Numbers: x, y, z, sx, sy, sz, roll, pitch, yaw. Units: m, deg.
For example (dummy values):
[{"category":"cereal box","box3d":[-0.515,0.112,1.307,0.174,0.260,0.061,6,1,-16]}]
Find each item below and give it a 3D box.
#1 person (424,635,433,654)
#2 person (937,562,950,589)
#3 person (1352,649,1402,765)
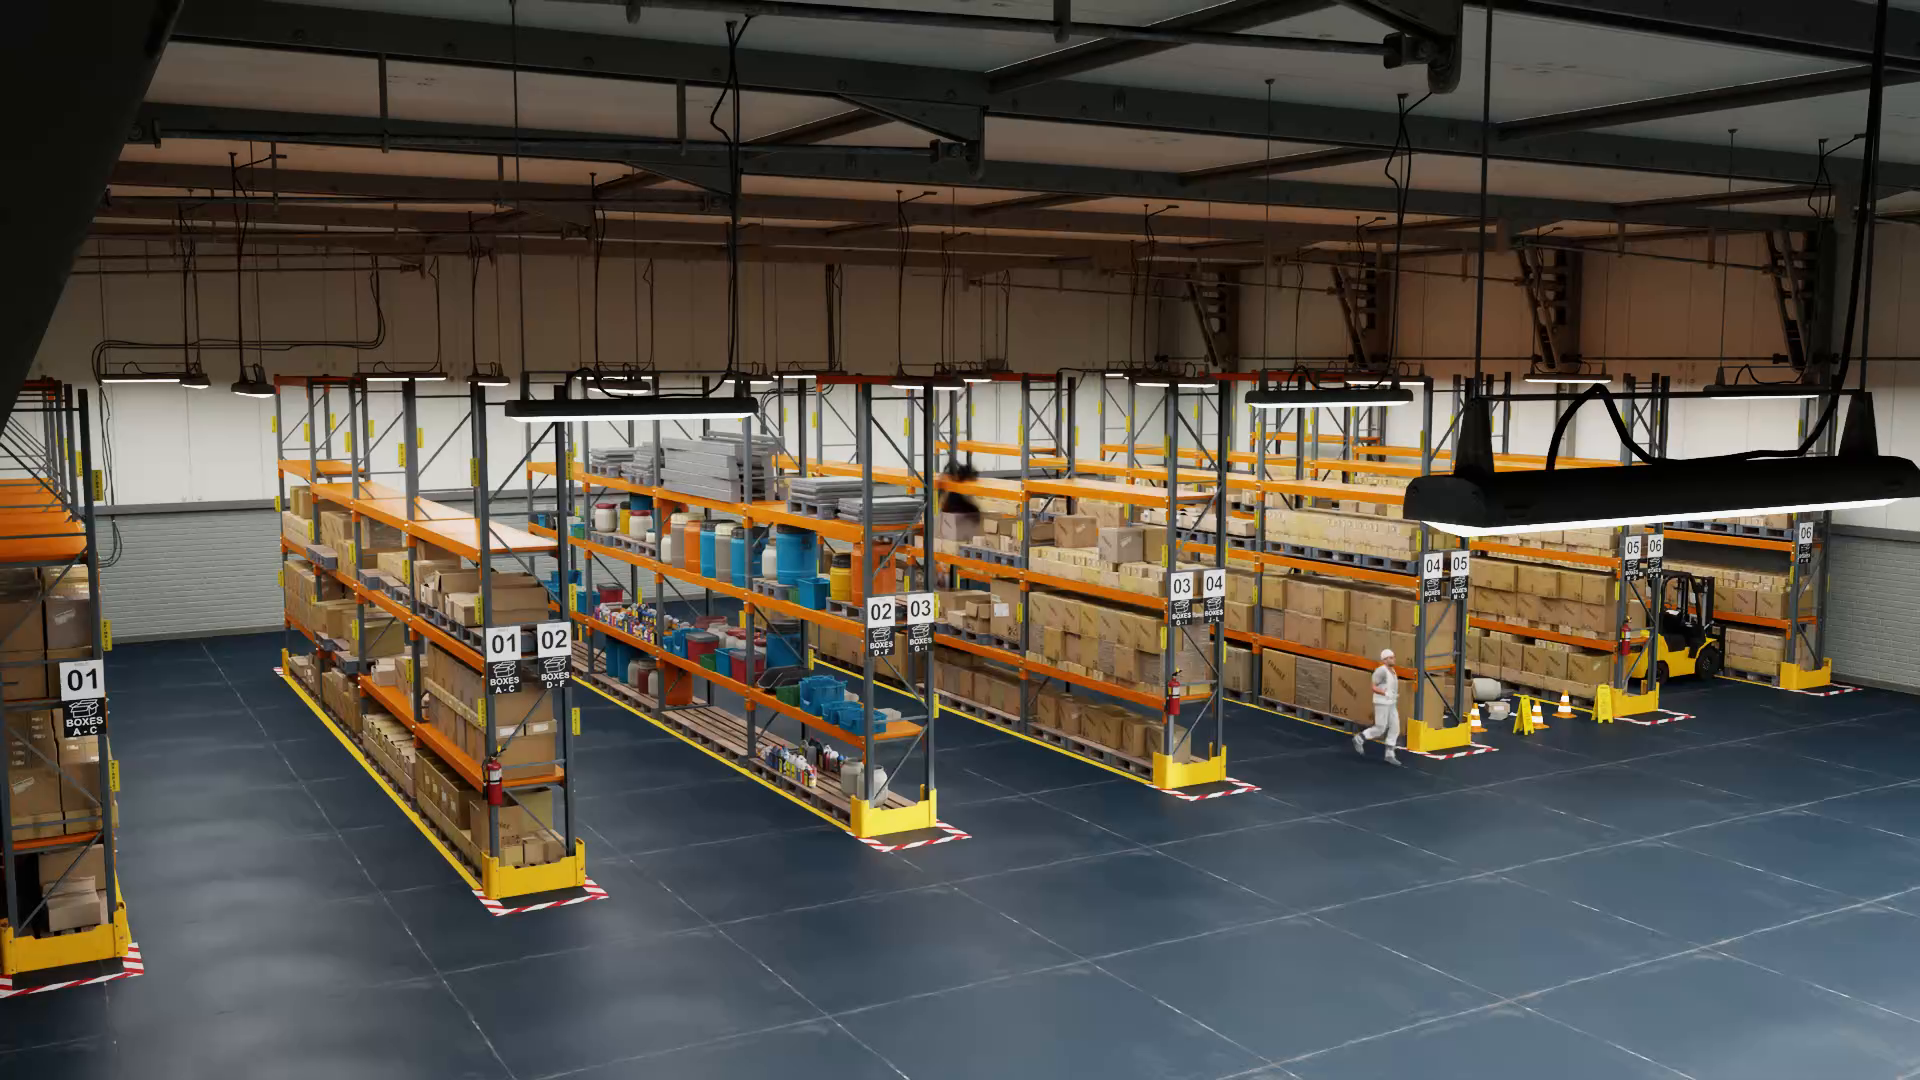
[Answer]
[{"category":"person","box3d":[-10.790,1.825,33.459,0.624,1.680,0.805,-6,9,-43]},{"category":"person","box3d":[-0.332,1.363,37.622,0.724,1.765,0.956,-3,7,-22]},{"category":"person","box3d":[6.641,2.597,26.188,0.833,1.785,0.672,6,8,42]}]
